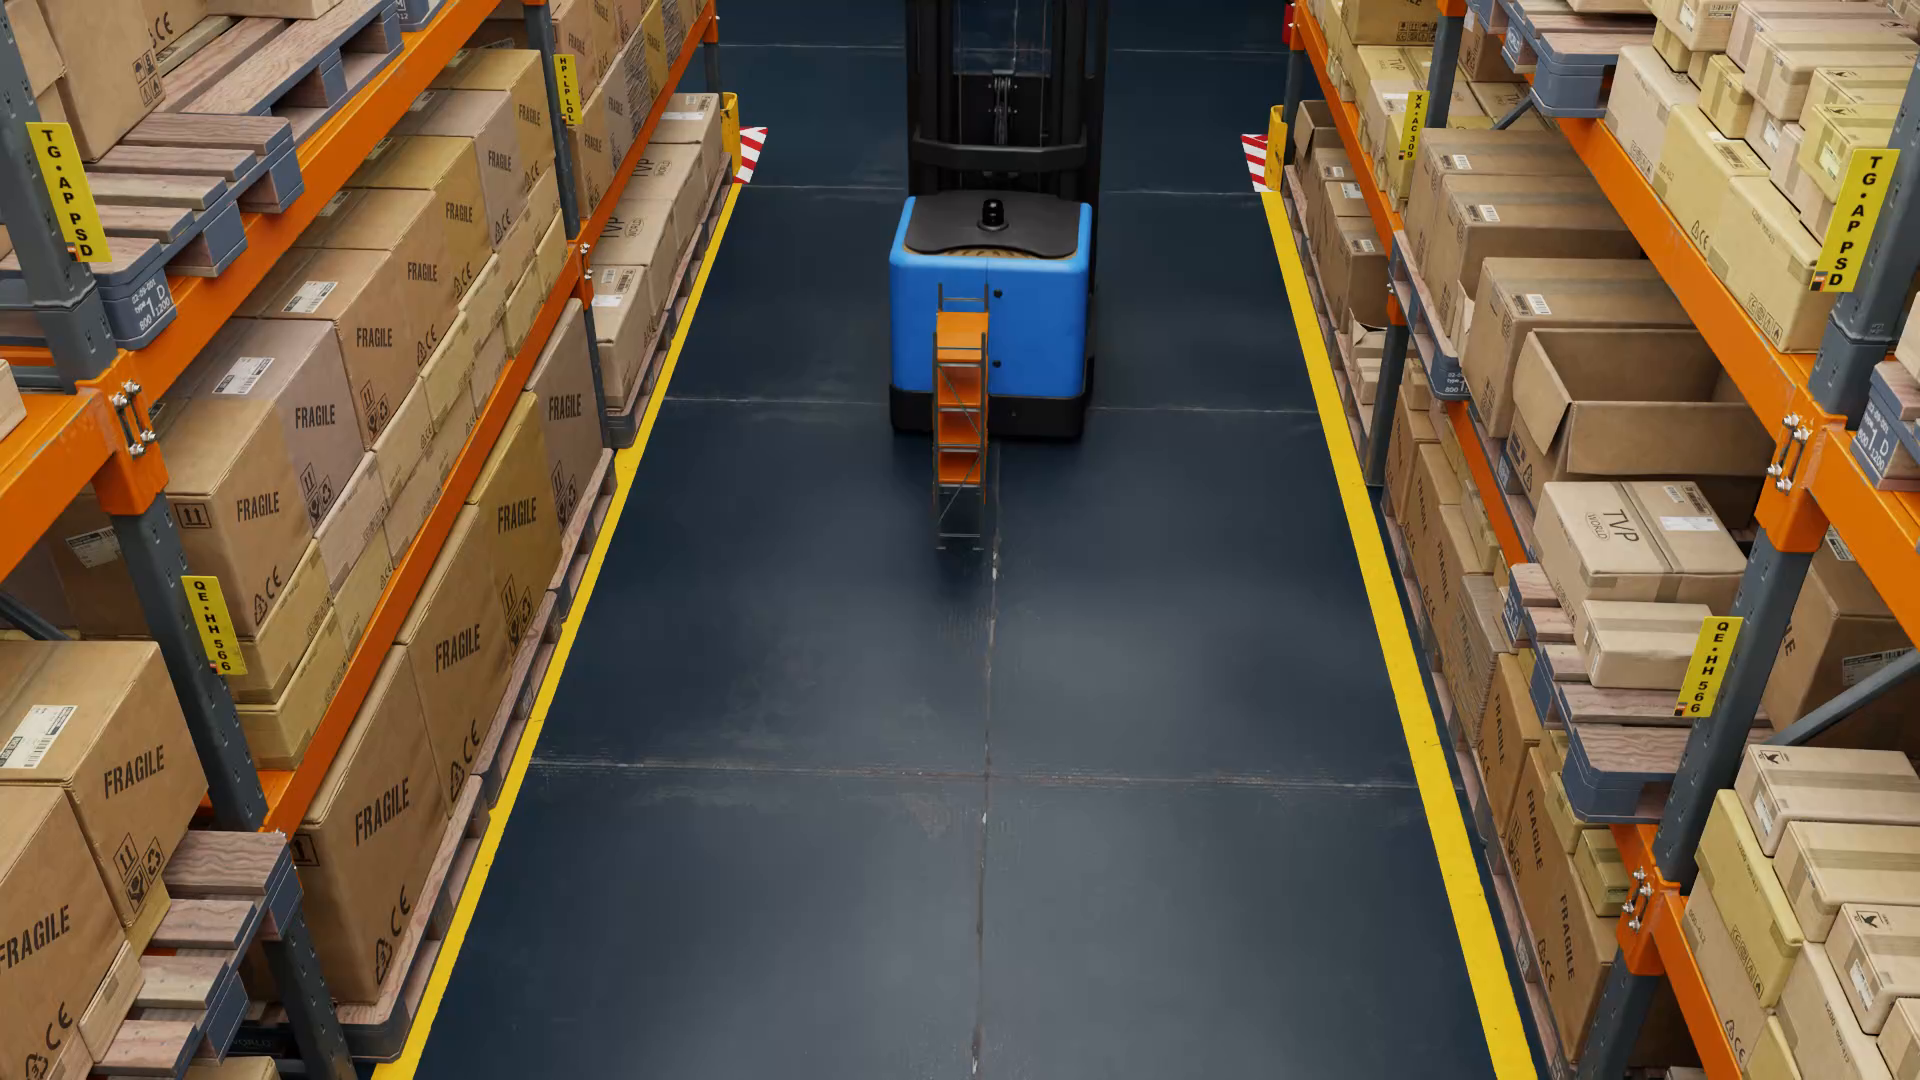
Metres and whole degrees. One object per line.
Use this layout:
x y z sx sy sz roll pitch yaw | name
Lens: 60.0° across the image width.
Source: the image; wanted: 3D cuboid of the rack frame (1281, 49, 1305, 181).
2.773 -3.822 11.079 1.000 3.000 0.127 1 35 2 | rack frame

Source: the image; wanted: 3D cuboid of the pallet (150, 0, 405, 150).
-2.493 -1.502 5.334 1.003 0.211 1.213 3 35 4 | pallet

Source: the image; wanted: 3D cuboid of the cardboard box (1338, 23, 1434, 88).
2.449 -2.752 9.429 0.500 0.250 0.500 0 35 1 | cardboard box

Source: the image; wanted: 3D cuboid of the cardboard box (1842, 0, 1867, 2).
2.733 -1.611 4.849 0.380 0.149 0.250 1 35 2 | cardboard box

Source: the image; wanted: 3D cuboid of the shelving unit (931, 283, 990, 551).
0.007 -0.586 8.040 0.258 1.200 0.503 1 35 2 | shelving unit

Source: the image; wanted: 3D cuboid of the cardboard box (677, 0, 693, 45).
-1.977 -3.404 10.398 0.500 0.500 0.500 1 35 1 | cardboard box

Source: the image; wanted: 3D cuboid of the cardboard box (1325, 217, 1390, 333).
2.539 -1.535 9.634 0.700 0.500 0.500 0 35 0 | cardboard box

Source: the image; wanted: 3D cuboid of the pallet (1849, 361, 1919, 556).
2.514 0.016 3.173 1.213 0.211 1.003 3 35 4 | pallet

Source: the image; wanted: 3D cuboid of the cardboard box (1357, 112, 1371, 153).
2.368 -2.207 9.001 0.380 0.149 0.250 1 35 1 | cardboard box

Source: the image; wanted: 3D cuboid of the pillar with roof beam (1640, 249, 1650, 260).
-0.761 -4.457 6.765 9.100 9.000 0.400 1 35 2 | pillar with roof beam

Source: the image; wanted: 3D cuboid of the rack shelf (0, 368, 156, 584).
-2.589 0.878 2.409 1.077 0.370 4.000 1 35 2 | rack shelf

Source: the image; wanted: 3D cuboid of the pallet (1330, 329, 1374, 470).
2.641 -0.777 9.173 1.003 0.211 1.213 1 35 2 | pallet

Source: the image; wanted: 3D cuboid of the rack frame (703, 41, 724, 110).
-2.187 -3.934 11.239 1.000 3.000 0.127 1 35 2 | rack frame

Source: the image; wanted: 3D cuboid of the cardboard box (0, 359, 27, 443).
-2.311 -0.277 3.645 0.380 0.149 0.250 1 35 2 | cardboard box

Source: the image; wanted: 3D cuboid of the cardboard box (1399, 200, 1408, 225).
2.373 -1.610 8.151 0.380 0.149 0.250 2 35 3 | cardboard box

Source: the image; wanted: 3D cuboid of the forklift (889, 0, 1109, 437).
0.273 -2.579 9.370 1.130 2.935 3.031 3 35 4 | forklift

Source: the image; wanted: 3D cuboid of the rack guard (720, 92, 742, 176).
-2.186 -2.925 11.978 1.175 0.500 0.348 1 35 2 | rack guard

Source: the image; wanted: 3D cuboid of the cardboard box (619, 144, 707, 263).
-2.142 -2.150 10.564 0.875 0.438 0.875 2 35 3 | cardboard box

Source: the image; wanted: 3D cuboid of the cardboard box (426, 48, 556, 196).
-2.115 -1.824 7.280 0.500 0.500 0.500 2 35 3 | cardboard box

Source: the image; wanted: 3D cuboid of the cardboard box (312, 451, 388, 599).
-2.219 -0.064 5.427 0.500 0.250 0.500 2 35 3 | cardboard box

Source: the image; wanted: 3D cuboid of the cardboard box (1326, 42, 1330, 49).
2.474 -3.094 10.262 0.380 0.149 0.250 2 35 3 | cardboard box

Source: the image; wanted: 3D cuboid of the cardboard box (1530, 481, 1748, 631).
2.171 0.050 5.335 0.500 0.250 0.500 0 35 0 | cardboard box

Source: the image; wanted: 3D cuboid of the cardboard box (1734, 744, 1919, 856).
2.145 0.644 4.073 0.380 0.149 0.250 2 35 3 | cardboard box

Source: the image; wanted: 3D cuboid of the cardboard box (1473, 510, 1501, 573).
2.342 0.013 6.867 0.380 0.149 0.250 3 35 4 | cardboard box

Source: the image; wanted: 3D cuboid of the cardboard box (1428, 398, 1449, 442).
2.398 -0.577 7.707 0.380 0.149 0.250 0 35 1 | cardboard box

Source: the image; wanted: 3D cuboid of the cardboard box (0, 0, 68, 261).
-2.644 -0.999 4.000 0.797 0.503 0.637 -1 35 -1 | cardboard box

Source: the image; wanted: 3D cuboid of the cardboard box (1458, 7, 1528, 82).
2.938 -2.740 8.760 0.500 0.500 0.500 0 35 1 | cardboard box

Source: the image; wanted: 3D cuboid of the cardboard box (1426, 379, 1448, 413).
2.369 -0.710 7.637 0.380 0.149 0.250 0 35 0 | cardboard box

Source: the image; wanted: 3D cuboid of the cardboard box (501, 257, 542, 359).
-2.135 -1.019 7.221 0.500 0.250 0.500 1 35 1 | cardboard box

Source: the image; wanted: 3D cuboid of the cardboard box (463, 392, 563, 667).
-2.321 -0.061 7.211 0.875 0.875 0.875 2 35 3 | cardboard box

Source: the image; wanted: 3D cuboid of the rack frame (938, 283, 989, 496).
0.016 -0.726 8.240 0.240 1.200 0.015 1 35 2 | rack frame

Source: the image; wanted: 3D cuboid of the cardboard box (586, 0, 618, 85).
-2.060 -2.644 8.447 0.500 0.500 0.500 1 35 1 | cardboard box

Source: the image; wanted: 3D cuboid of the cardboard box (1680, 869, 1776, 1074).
2.190 1.085 4.228 0.500 0.250 0.500 1 35 2 | cardboard box

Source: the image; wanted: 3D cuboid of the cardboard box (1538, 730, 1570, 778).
2.253 0.763 5.801 0.380 0.149 0.250 0 35 0 | cardboard box

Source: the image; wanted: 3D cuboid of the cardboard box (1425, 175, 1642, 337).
2.349 -1.166 6.848 0.700 0.500 0.500 2 35 2 | cardboard box

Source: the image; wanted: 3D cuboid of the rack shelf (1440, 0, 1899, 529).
2.532 -1.308 5.519 1.077 0.370 4.000 1 35 2 | rack shelf

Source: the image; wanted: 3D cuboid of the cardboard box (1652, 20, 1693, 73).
2.303 -1.502 4.954 0.380 0.149 0.250 2 35 3 | cardboard box

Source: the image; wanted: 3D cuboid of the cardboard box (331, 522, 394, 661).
-2.234 0.153 5.555 0.500 0.250 0.500 0 35 1 | cardboard box

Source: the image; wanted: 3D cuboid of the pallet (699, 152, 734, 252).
-2.141 -2.332 11.385 1.003 0.211 1.213 1 35 2 | pallet

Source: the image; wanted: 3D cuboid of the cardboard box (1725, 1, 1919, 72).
2.298 -1.328 4.448 0.380 0.149 0.250 1 35 1 | cardboard box

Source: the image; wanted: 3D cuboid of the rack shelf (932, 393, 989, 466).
0.007 -0.531 8.079 0.258 0.148 0.480 1 35 2 | rack shelf

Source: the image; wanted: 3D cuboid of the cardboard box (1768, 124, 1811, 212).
2.255 -0.912 4.114 0.380 0.149 0.250 1 35 1 | cardboard box

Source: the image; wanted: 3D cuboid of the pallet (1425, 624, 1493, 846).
2.571 0.788 6.945 1.003 0.211 1.213 1 35 2 | pallet

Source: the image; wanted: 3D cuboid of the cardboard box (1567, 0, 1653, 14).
2.167 -1.815 5.381 0.380 0.149 0.250 2 35 3 | cardboard box

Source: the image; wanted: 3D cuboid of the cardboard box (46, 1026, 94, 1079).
-2.208 1.233 3.741 0.380 0.149 0.250 0 35 0 | cardboard box

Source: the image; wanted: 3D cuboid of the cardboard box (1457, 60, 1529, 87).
2.938 -2.447 8.995 0.500 0.250 0.500 2 35 3 | cardboard box

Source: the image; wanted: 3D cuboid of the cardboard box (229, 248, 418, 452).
-2.198 -0.648 5.607 0.500 0.500 0.500 2 35 3 | cardboard box

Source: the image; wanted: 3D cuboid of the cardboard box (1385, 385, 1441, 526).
2.368 -0.400 8.019 0.500 0.500 0.500 3 35 4 | cardboard box

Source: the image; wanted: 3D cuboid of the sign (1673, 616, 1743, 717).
1.909 0.326 4.239 0.100 0.325 0.005 1 35 2 | sign

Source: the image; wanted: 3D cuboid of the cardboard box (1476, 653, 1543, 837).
2.303 0.789 6.327 0.500 0.500 0.500 3 35 4 | cardboard box

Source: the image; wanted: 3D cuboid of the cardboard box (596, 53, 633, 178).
-2.043 -2.230 8.727 0.500 0.500 0.500 2 35 2 | cardboard box

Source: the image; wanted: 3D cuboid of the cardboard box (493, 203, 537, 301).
-2.135 -1.233 7.092 0.500 0.250 0.500 2 35 3 | cardboard box
